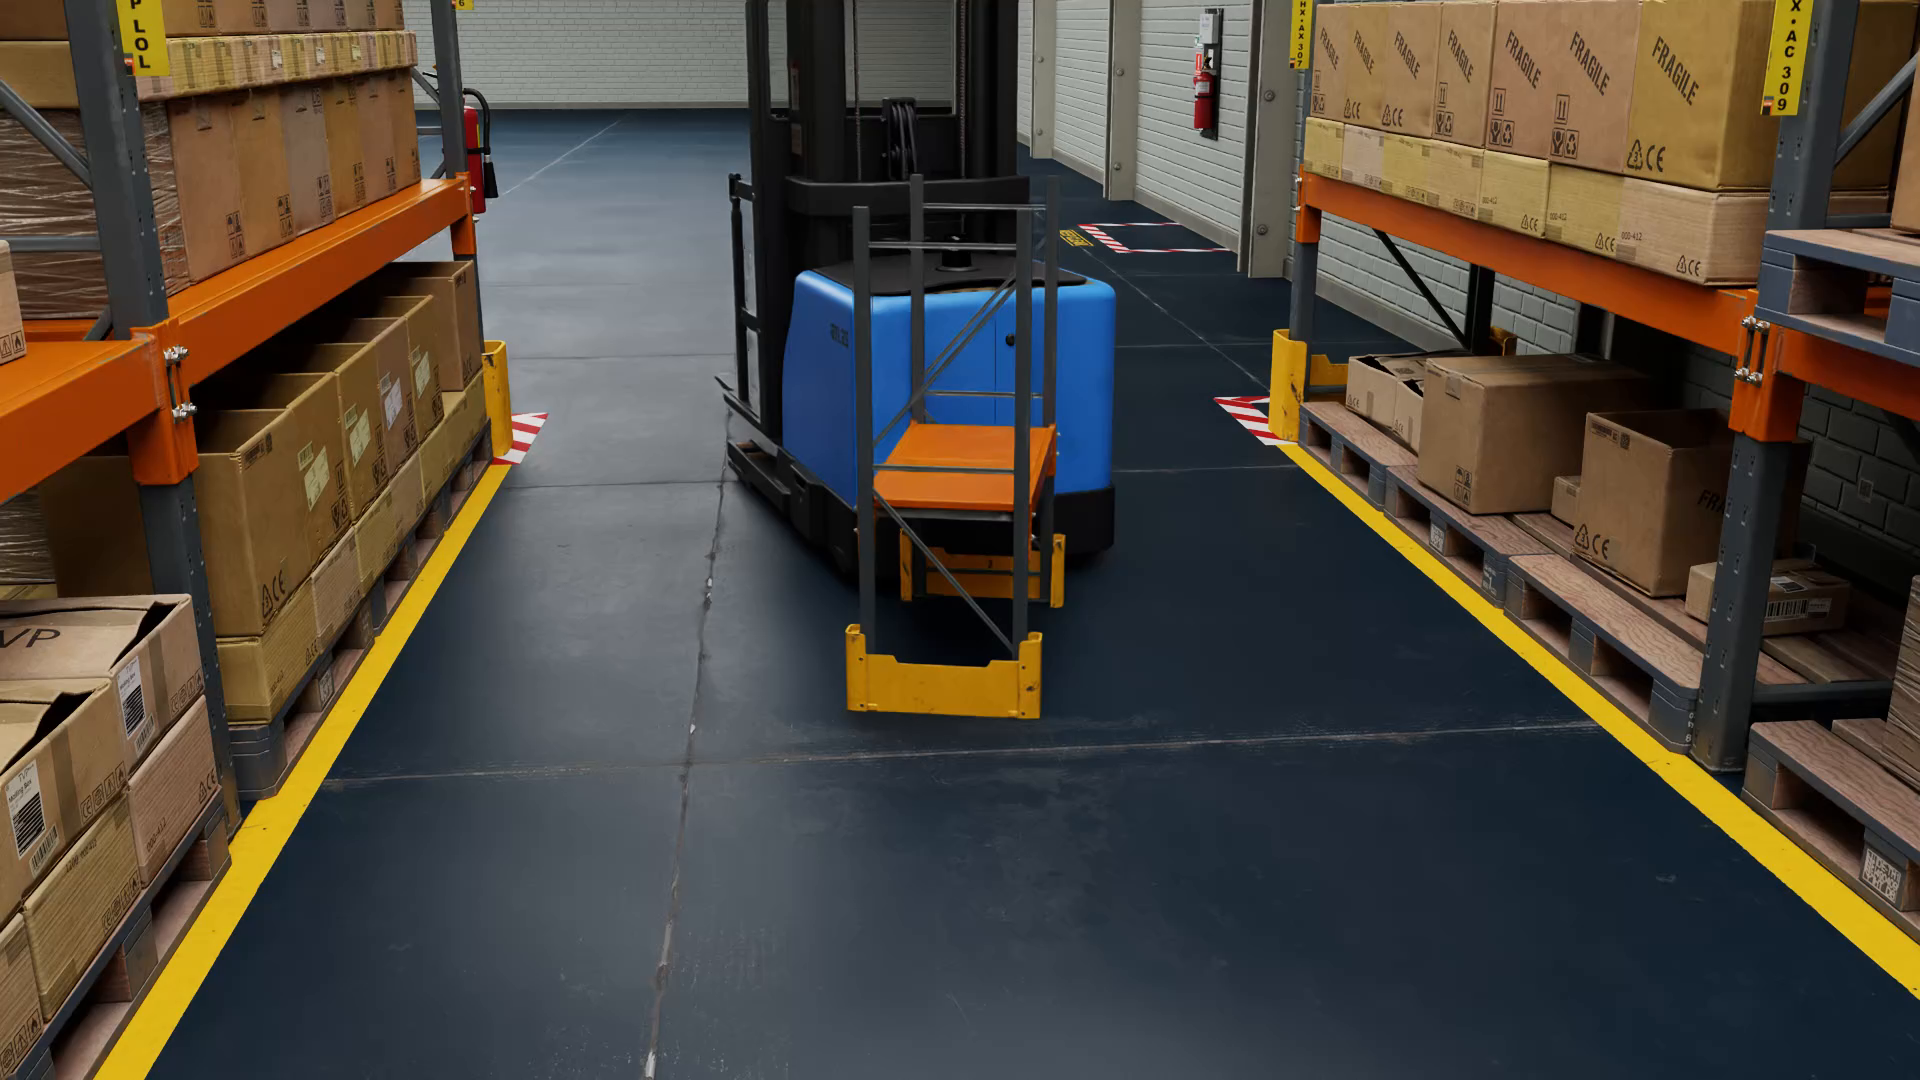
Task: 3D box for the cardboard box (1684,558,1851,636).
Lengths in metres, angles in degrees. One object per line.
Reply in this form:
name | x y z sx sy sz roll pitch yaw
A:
cardboard box | 2.485 0.170 5.124 0.380 0.166 0.250 -4 18 -13

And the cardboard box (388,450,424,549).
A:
cardboard box | -2.253 -0.142 6.012 0.500 0.250 0.500 -2 18 -6

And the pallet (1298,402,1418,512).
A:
pallet | 2.214 -0.409 7.628 1.003 0.211 1.213 -2 18 -6

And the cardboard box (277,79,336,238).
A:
cardboard box | -2.571 -1.298 5.638 0.700 0.500 0.500 -1 17 -4

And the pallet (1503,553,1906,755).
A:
pallet | 2.466 0.318 5.312 1.003 0.211 1.213 -2 18 -6

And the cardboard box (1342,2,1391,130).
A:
cardboard box | 1.949 -2.002 7.011 0.500 0.500 0.500 -2 18 -5

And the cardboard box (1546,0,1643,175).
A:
cardboard box | 2.157 -1.389 5.059 0.500 0.500 0.500 -2 18 -6

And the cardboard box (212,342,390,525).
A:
cardboard box | -2.196 -0.351 5.426 0.500 0.500 0.500 -2 18 -6

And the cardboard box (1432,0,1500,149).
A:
cardboard box | 2.061 -1.694 6.032 0.500 0.500 0.500 -1 17 -4

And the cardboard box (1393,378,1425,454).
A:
cardboard box | 2.198 -0.554 7.187 0.500 0.311 0.500 0 17 -1

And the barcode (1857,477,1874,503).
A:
barcode | 2.753 -0.152 5.057 0.001 0.075 0.075 -2 18 -6

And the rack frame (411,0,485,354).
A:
rack frame | -2.769 -1.851 7.566 1.000 3.000 0.127 -2 18 -6

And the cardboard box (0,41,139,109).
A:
cardboard box | -2.192 -1.103 3.932 0.380 0.149 0.250 -2 18 -6

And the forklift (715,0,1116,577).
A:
forklift | -0.415 -1.664 7.085 1.130 2.935 3.031 -7 19 -20

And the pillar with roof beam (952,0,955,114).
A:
pillar with roof beam | -4.286 -13.491 34.625 9.100 9.000 0.400 -2 18 -6

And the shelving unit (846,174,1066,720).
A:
shelving unit | 0.016 -0.348 5.283 0.587 1.500 1.083 2 18 7

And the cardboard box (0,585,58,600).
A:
cardboard box | -2.622 0.321 4.537 0.500 0.250 0.500 -2 18 -6

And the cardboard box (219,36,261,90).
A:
cardboard box | -2.298 -1.407 4.901 0.380 0.149 0.250 -2 18 -7

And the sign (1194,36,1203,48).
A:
sign | 2.292 -4.785 15.965 0.001 0.109 0.331 -2 18 -6

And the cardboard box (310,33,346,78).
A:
cardboard box | -2.405 -1.715 5.881 0.380 0.149 0.250 -1 17 -4

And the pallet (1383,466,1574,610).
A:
pallet | 2.337 -0.046 6.473 1.003 0.211 1.213 -2 18 -6

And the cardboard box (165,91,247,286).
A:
cardboard box | -2.470 -0.996 4.675 0.700 0.500 0.500 -2 18 -6

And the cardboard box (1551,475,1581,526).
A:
cardboard box | 2.425 -0.140 6.142 0.380 0.149 0.250 -3 18 -10

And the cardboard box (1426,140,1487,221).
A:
cardboard box | 2.056 -1.331 6.126 0.500 0.250 0.500 -2 18 -5

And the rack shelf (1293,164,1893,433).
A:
rack shelf | 2.364 -1.066 6.266 1.077 0.370 4.000 -2 18 -6

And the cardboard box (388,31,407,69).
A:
cardboard box | -2.512 -2.022 6.861 0.380 0.149 0.250 -1 17 -4

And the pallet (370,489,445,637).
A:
pallet | -2.526 0.068 6.107 1.003 0.211 1.213 -2 18 -6

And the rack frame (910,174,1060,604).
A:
rack frame | 0.082 -0.502 5.773 0.500 1.500 0.032 2 18 7

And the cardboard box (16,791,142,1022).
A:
cardboard box | -1.975 0.717 3.273 0.500 0.250 0.500 -2 18 -6

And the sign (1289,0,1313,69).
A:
sign | 1.618 -2.402 7.873 0.100 0.325 0.005 -2 18 -6

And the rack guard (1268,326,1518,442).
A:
rack guard | 2.165 -0.790 8.359 1.175 0.500 0.348 -2 18 -6

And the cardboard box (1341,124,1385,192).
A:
cardboard box | 1.960 -1.634 7.090 0.500 0.250 0.500 -2 18 -7

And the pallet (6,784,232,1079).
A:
pallet | -2.242 0.889 3.492 1.003 0.211 1.213 -2 18 -6

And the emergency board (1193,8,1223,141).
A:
emergency board | 2.254 -4.349 15.520 0.194 1.169 0.643 -2 18 -6

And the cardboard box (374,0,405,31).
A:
cardboard box | -2.728 -2.363 6.862 0.700 0.500 0.500 -2 18 -5

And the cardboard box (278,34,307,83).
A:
cardboard box | -2.355 -1.564 5.401 0.380 0.149 0.250 -2 18 -6

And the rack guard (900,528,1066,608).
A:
rack guard | 0.080 0.100 5.941 0.587 0.250 0.087 2 18 7

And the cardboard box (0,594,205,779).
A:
cardboard box | -2.030 0.296 3.679 0.500 0.311 0.500 -2 18 -6

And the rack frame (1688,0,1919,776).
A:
rack frame | 2.570 -0.814 4.261 1.000 3.000 0.127 -2 18 -6

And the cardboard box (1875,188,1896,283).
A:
cardboard box | 2.735 -0.898 4.747 0.500 0.250 0.500 -2 17 -5

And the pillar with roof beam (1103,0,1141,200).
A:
pillar with roof beam | -2.429 -8.128 17.543 9.100 9.000 0.400 -2 18 -6

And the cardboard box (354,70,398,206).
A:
cardboard box | -2.675 -1.603 6.609 0.700 0.500 0.500 -1 17 -4

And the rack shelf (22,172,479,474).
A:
rack shelf | -2.563 -0.912 5.775 1.077 0.370 4.000 -2 18 -6

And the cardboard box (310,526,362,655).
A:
cardboard box | -2.149 0.155 5.064 0.500 0.250 0.500 -2 18 -6

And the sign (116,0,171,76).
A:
sign | -1.818 -1.194 3.671 0.100 0.325 0.005 -2 18 -6

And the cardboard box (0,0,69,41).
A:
cardboard box | -2.409 -1.458 3.981 0.700 0.500 0.500 -2 18 -5

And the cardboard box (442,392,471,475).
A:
cardboard box | -2.357 -0.440 6.961 0.500 0.250 0.500 -2 18 -6

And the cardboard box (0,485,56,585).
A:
cardboard box | -2.662 -0.186 4.901 0.500 0.500 0.500 -2 18 -6

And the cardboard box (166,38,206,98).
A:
cardboard box | -2.246 -1.254 4.415 0.380 0.149 0.250 -2 18 -7

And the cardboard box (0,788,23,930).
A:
cardboard box | -1.921 0.600 2.712 0.500 0.311 0.500 -2 18 -6

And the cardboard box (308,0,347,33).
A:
cardboard box | -2.616 -2.056 5.885 0.700 0.500 0.500 -2 18 -5

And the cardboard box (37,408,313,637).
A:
cardboard box | -2.093 -0.054 4.477 0.500 0.500 0.500 -2 18 -6

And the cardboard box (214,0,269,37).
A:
cardboard box | -2.513 -1.758 4.936 0.700 0.500 0.500 -2 18 -6

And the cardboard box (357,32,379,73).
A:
cardboard box | -2.462 -1.871 6.380 0.380 0.149 0.250 -2 17 -5

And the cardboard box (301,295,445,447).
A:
cardboard box | -2.300 -0.649 6.375 0.500 0.500 0.500 -2 18 -6

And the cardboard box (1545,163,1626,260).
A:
cardboard box | 2.177 -1.032 5.173 0.500 0.250 0.500 -2 18 -5

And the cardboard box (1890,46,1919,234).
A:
cardboard box | 2.589 -0.918 3.693 0.700 0.500 0.500 -2 18 -5

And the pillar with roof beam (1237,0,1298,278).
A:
pillar with roof beam | -1.811 -6.340 11.849 9.100 9.000 0.400 -2 18 -6

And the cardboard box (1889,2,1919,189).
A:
cardboard box | 2.729 -1.256 4.634 0.500 0.500 0.500 -2 18 -7
